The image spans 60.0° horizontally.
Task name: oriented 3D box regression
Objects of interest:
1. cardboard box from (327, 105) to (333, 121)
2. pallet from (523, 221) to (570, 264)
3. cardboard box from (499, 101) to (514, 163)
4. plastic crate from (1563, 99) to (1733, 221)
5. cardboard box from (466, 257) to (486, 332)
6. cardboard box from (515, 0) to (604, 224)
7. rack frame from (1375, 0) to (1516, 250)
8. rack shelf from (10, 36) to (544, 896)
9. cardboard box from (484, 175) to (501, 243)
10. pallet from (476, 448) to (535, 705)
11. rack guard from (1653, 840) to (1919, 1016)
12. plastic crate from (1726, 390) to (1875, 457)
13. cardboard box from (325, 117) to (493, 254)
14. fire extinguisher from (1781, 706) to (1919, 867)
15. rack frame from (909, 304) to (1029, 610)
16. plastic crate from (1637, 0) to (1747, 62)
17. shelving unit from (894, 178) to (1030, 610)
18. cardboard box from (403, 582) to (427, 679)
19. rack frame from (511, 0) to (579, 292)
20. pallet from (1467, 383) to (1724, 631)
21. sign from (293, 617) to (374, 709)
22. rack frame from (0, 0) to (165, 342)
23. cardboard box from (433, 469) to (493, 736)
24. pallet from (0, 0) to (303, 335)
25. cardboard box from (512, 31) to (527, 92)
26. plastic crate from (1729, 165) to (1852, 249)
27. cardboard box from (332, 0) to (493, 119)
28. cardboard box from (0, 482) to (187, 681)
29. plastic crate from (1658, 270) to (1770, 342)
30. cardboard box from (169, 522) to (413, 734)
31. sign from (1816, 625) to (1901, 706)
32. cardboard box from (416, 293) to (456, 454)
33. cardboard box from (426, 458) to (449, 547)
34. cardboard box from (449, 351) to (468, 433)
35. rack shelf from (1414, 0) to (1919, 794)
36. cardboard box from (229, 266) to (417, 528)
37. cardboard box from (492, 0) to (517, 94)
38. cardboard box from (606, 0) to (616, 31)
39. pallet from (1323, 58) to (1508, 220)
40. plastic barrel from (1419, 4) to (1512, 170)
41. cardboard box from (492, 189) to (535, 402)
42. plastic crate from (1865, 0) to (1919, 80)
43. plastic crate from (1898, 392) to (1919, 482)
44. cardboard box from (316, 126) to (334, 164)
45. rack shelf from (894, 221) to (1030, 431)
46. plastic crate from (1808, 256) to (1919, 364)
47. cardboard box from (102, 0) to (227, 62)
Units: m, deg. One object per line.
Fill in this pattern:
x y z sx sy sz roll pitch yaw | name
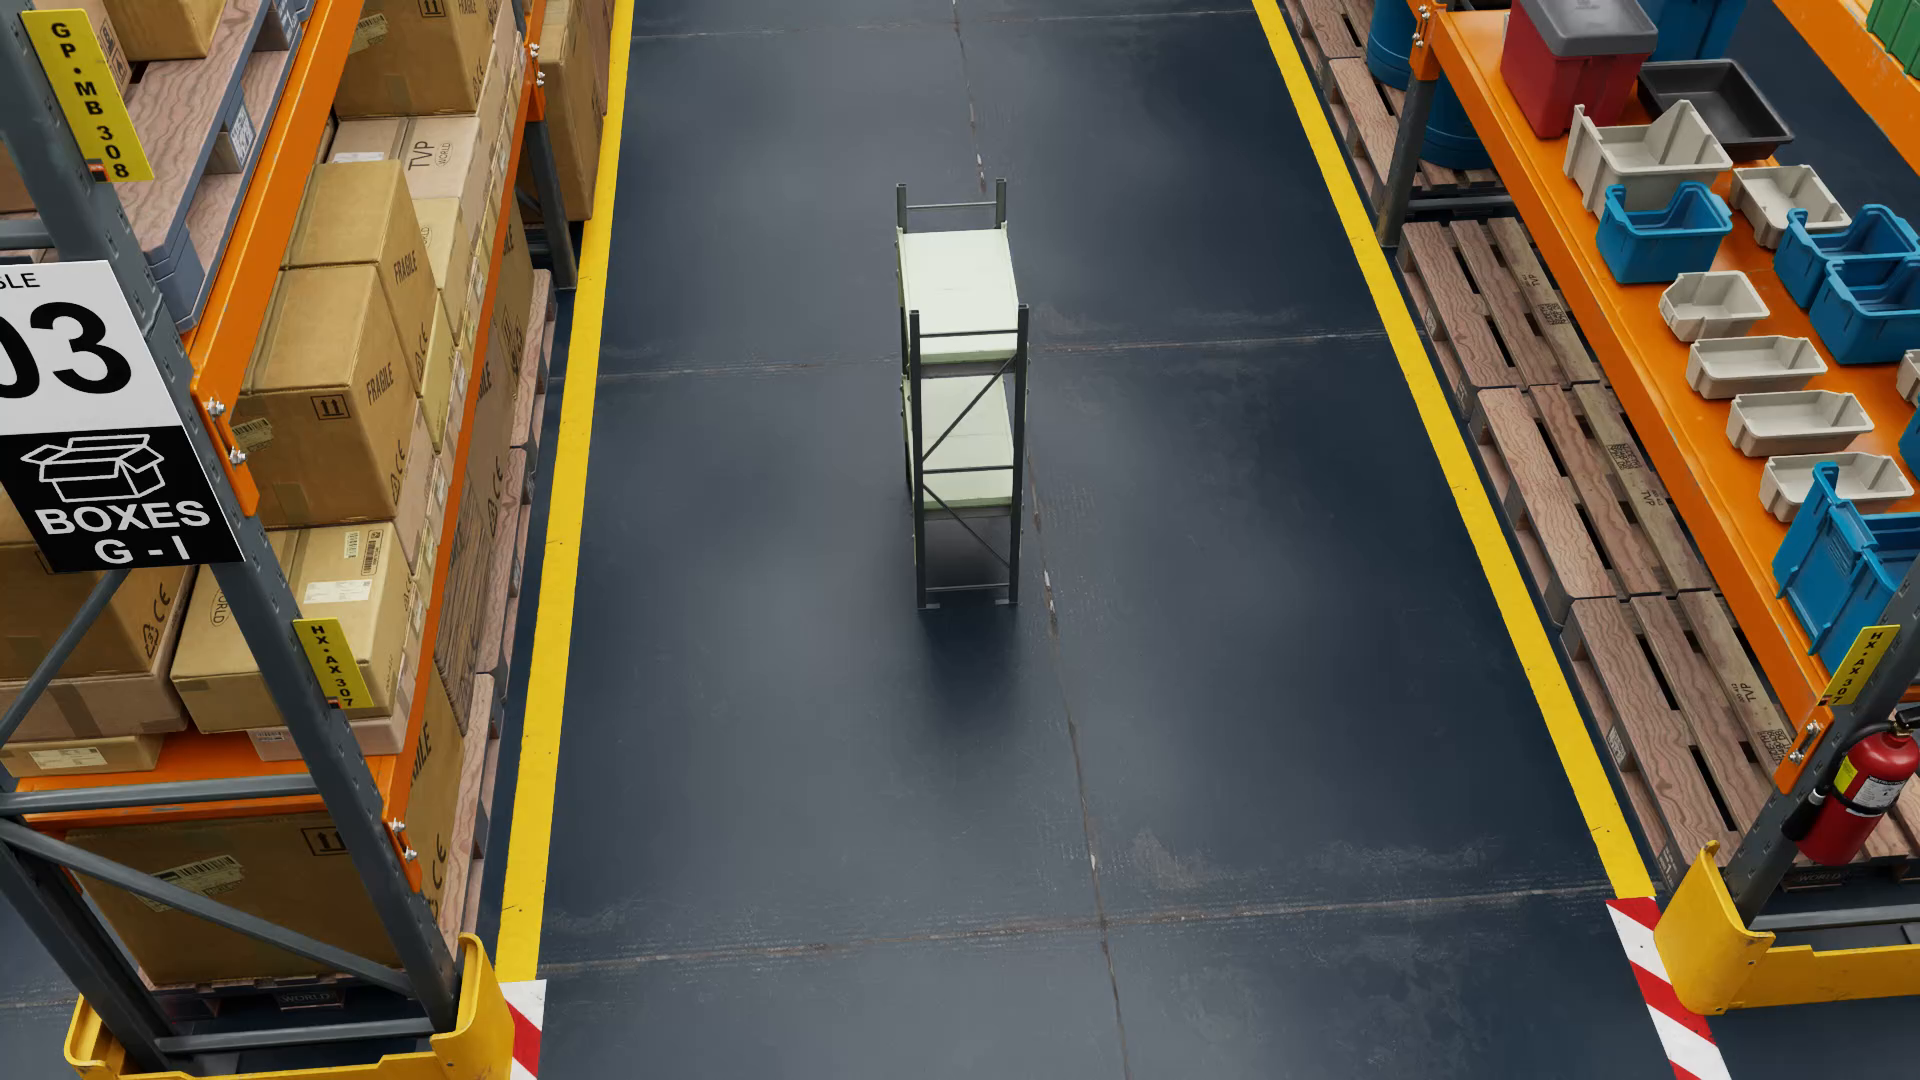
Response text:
-2.534 -1.837 5.943 0.500 0.500 0.500 -3 47 -3 | cardboard box
-2.493 -1.843 8.486 1.003 0.211 1.213 -3 47 -3 | pallet
-1.958 -1.589 6.498 0.380 0.149 0.250 -4 47 -4 | cardboard box
2.527 -1.413 6.199 0.437 0.282 0.530 -3 47 -3 | plastic crate
-1.873 -0.847 5.795 0.380 0.149 0.250 -3 47 -3 | cardboard box
-2.427 -2.123 8.006 1.225 0.875 0.875 -3 47 -3 | cardboard box
2.582 -2.549 7.234 1.000 3.000 0.127 -3 47 -3 | rack frame
-2.186 -0.553 5.840 1.077 0.370 4.000 -3 47 -3 | rack shelf
-1.915 -1.216 6.145 0.380 0.149 0.250 -3 47 -3 | cardboard box
-2.262 0.151 6.598 1.003 0.211 1.213 -3 47 -3 | pallet
2.932 1.221 5.385 1.175 0.500 0.348 -3 47 -3 | rack guard
2.659 -0.374 5.315 0.396 0.136 0.243 -3 47 -3 | plastic crate
-1.966 -1.251 5.904 0.500 0.250 0.500 -3 47 -2 | cardboard box
2.477 0.637 4.527 0.296 0.674 0.183 -3 47 -3 | fire extinguisher
0.030 -0.256 6.096 0.400 1.500 0.023 -3 47 -3 | rack frame
2.961 -2.247 6.918 0.392 0.384 0.575 -3 47 -3 | plastic crate
-0.001 -0.521 6.347 0.431 1.500 0.755 -3 47 -3 | shelving unit
-1.742 0.270 4.738 0.380 0.149 0.250 -4 47 -4 | cardboard box
-2.353 -2.248 6.949 1.000 3.000 0.127 -3 47 -3 | rack frame
2.788 -0.175 6.907 1.003 0.211 1.213 -3 47 -3 | pallet
-1.465 0.292 3.893 0.100 0.325 0.005 -3 47 -3 | sign
-2.018 -1.417 2.030 1.000 3.000 0.127 -3 47 -3 | rack frame
-2.228 0.116 5.885 0.875 0.875 0.875 -3 47 -3 | cardboard box
-2.091 -0.891 3.659 1.003 0.211 1.213 -3 47 -3 | pallet
-2.001 -1.961 6.850 0.380 0.149 0.250 -3 47 -3 | cardboard box
3.028 -1.237 6.132 0.293 0.136 0.466 -3 47 -3 | plastic crate
-2.011 -1.877 5.980 0.500 0.500 0.500 -3 47 -3 | cardboard box
-2.321 0.001 4.201 0.500 0.500 0.500 -3 47 -3 | cardboard box
2.568 -0.787 5.706 0.298 0.136 0.250 -3 47 -3 | plastic crate
-1.790 0.232 4.499 0.500 0.250 0.500 -5 47 -4 | cardboard box
2.370 0.334 4.392 0.100 0.325 0.005 -3 47 -3 | sign
-1.878 -0.508 5.200 0.500 0.250 0.500 -5 47 -5 | cardboard box
-1.787 -0.104 5.092 0.380 0.149 0.250 -4 47 -4 | cardboard box
-1.829 -0.474 5.443 0.380 0.149 0.250 -4 47 -4 | cardboard box
2.750 -0.854 6.125 1.077 0.370 4.000 -3 47 -3 | rack shelf
-1.831 -0.388 4.570 0.500 0.500 0.500 -5 47 -4 | cardboard box
-2.055 -1.995 6.608 0.500 0.250 0.500 -4 47 -4 | cardboard box
-2.584 -3.410 9.224 1.225 0.875 0.875 -3 47 -3 | cardboard box
2.559 -2.151 8.778 1.003 0.211 1.213 -3 47 -3 | pallet
2.554 -2.366 8.218 0.600 0.901 0.708 -3 47 -3 | plastic barrel
-2.378 -1.179 7.111 0.875 0.875 0.875 -3 47 -3 | cardboard box
2.550 -1.310 4.141 0.450 0.188 0.336 -3 47 -3 | plastic crate
3.169 -0.293 5.172 0.416 0.233 0.300 -3 47 -3 | plastic crate
-2.489 -1.208 5.863 0.500 0.250 0.500 -2 47 -2 | cardboard box
-0.001 -0.789 6.063 0.431 0.370 0.720 -3 47 -3 | rack shelf
3.114 -0.769 5.623 0.416 0.233 0.300 -3 47 -3 | plastic crate
-2.042 -1.386 3.640 0.700 0.500 0.500 -5 47 -5 | cardboard box
